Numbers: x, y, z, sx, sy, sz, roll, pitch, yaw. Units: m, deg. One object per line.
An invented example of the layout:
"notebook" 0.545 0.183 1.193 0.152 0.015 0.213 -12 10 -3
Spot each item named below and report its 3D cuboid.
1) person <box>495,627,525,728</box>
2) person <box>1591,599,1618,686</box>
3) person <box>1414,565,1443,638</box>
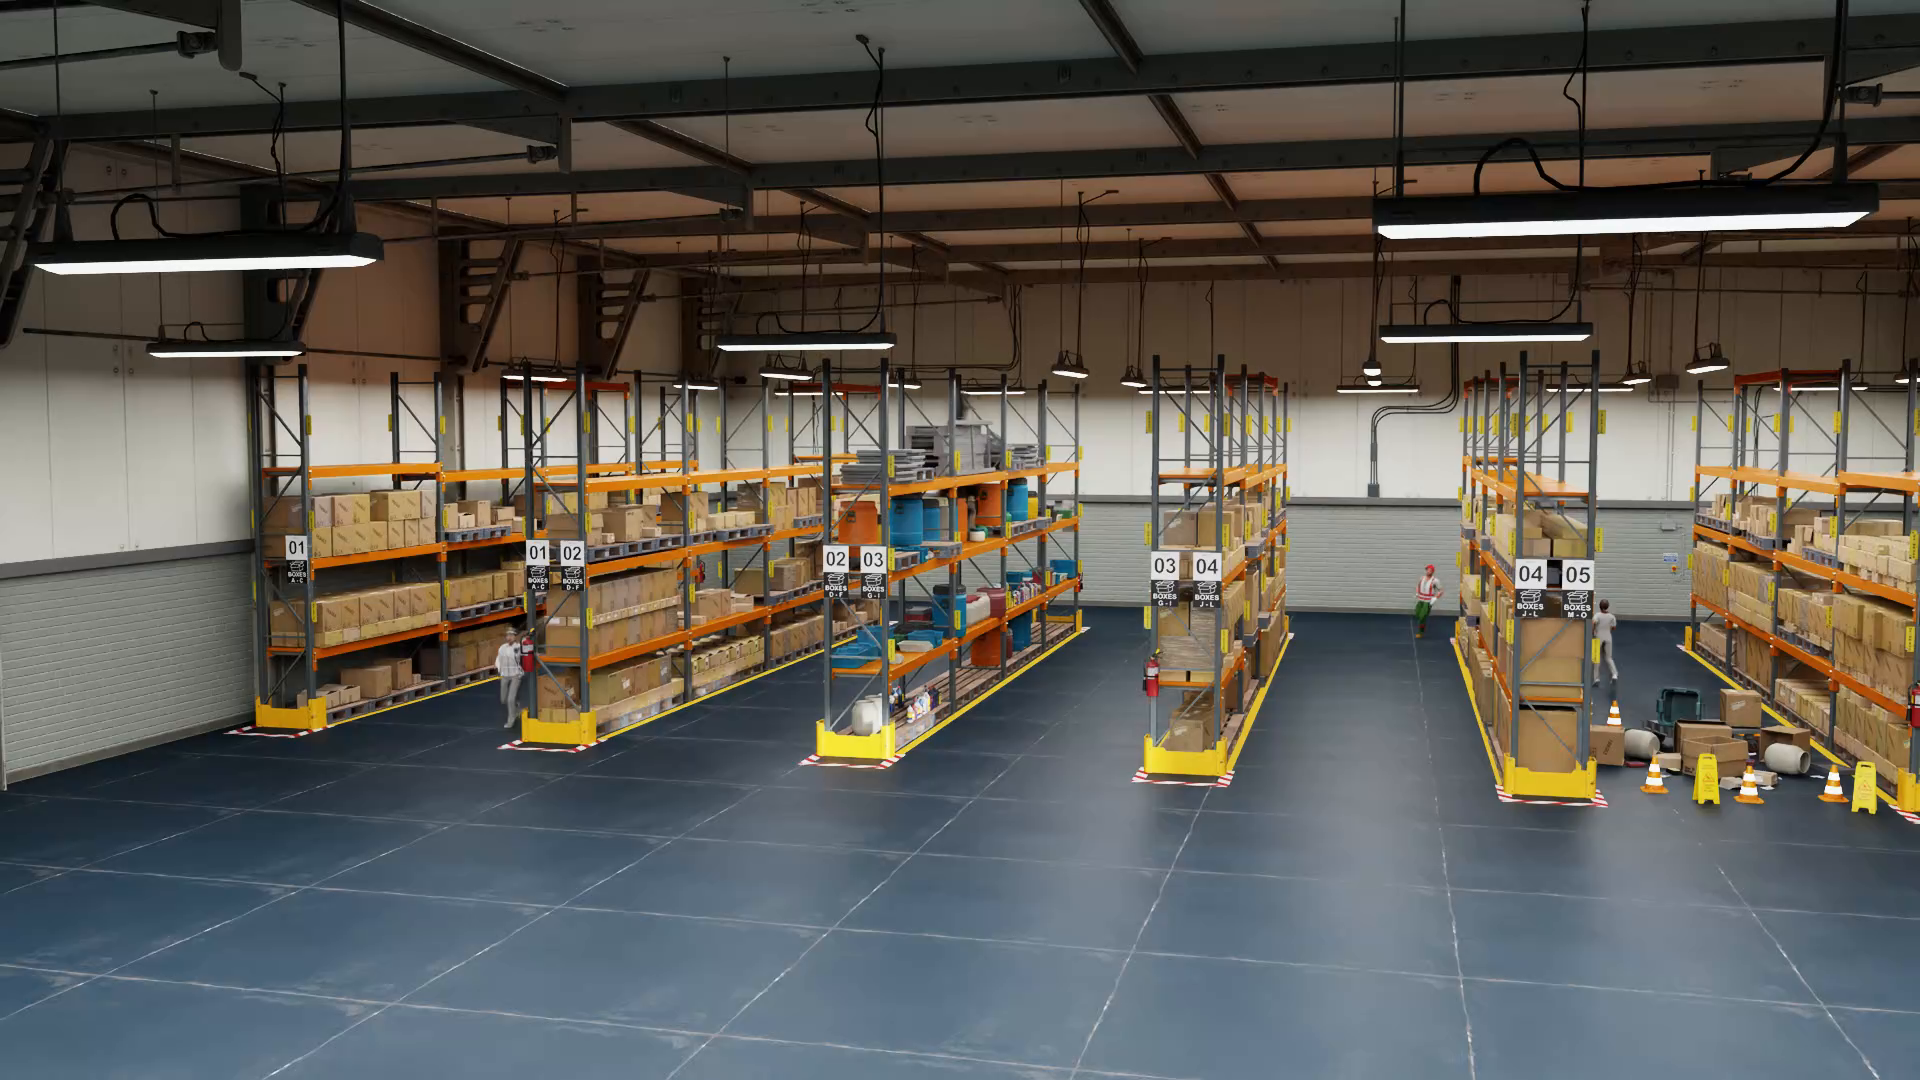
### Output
"person" -7.435 2.262 27.677 0.624 1.651 0.728 1 4 9
"person" 12.247 1.982 31.678 0.574 1.693 0.959 0 4 7
"person" 11.045 1.441 39.162 0.711 1.737 0.607 4 5 42
